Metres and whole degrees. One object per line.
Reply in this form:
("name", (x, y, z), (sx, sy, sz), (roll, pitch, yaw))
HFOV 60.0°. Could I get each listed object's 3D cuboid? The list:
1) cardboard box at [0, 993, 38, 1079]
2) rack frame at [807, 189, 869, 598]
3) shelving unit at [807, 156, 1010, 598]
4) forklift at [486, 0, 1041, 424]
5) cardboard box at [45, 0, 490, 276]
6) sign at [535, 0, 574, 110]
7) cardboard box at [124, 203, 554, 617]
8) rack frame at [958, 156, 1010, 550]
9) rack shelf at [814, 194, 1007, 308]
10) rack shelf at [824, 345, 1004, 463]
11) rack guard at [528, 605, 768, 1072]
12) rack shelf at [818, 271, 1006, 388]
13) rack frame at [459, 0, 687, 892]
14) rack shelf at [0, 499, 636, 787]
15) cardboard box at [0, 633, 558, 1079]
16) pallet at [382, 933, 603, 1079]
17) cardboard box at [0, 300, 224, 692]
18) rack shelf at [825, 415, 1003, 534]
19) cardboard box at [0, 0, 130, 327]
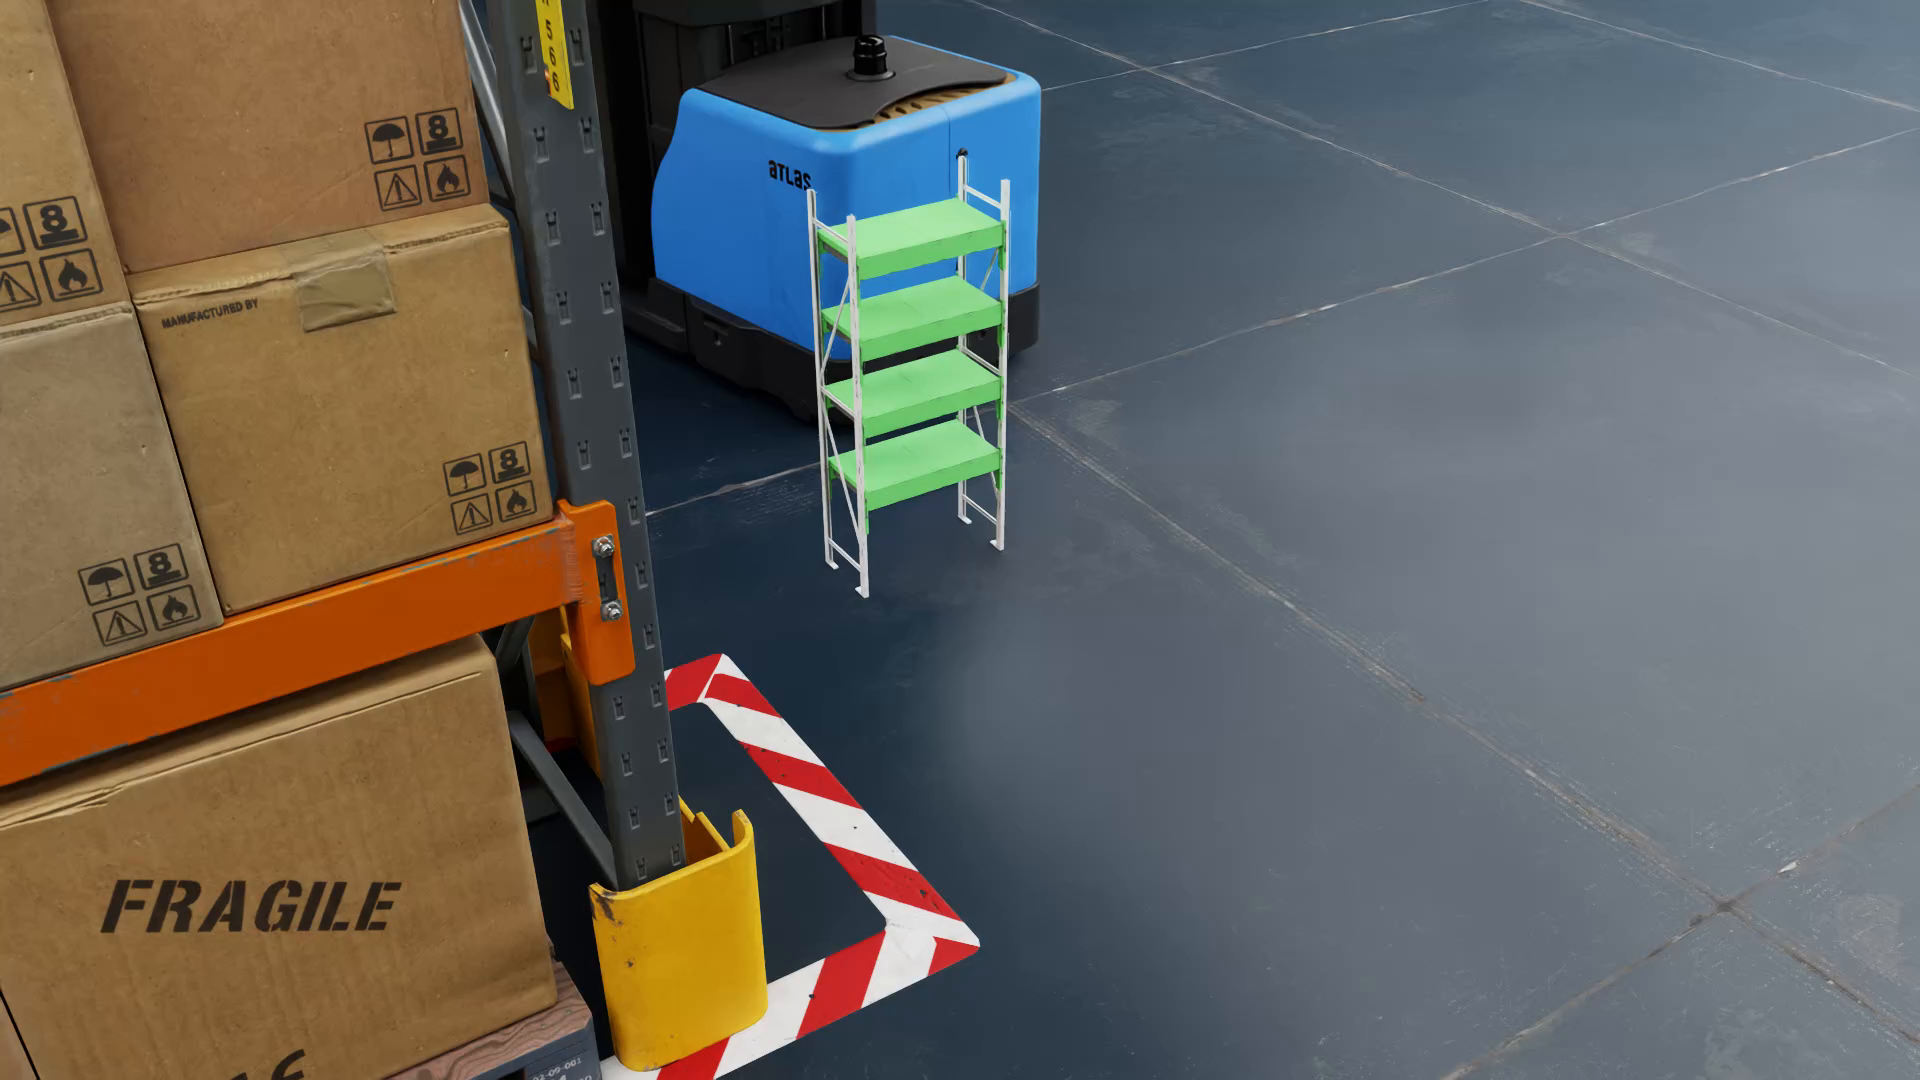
("cardboard box", (-2.148, 0.756, 2.837), (0.875, 0.875, 0.875), (-20, 37, -28))
("rack frame", (-0.344, -0.389, 4.742), (0.015, 1.200, 0.240), (-19, 37, -27))
("shelving unit", (-0.139, -0.460, 4.854), (0.503, 1.200, 0.258), (-19, 37, -27))
("forklift", (-1.096, -2.323, 6.185), (1.130, 2.935, 3.031), (-28, 42, -37))
("cardboard box", (-1.209, -0.876, 2.674), (0.550, 0.550, 0.875), (-19, 37, -27))
("sign", (-0.593, -0.788, 2.381), (0.005, 0.325, 0.100), (-19, 37, -27))
("cardboard box", (-1.163, -0.381, 2.902), (0.550, 0.550, 0.875), (-19, 37, -27))
("rack frame", (0.066, -0.530, 4.966), (0.015, 1.200, 0.240), (-19, 37, -27))
("rack shelf", (-0.139, -0.812, 4.632), (0.480, 0.148, 0.258), (-19, 37, -27))
("rack shelf", (-0.139, -0.406, 4.888), (0.480, 0.148, 0.258), (-19, 37, -27))
("rack guard", (-0.856, 0.605, 3.823), (0.348, 0.500, 1.175), (-19, 37, -27))
("rack shelf", (-0.139, -0.609, 4.760), (0.480, 0.148, 0.258), (-19, 37, -27))
("rack frame", (-0.876, -0.446, 3.145), (0.127, 3.000, 1.000), (-19, 37, -27))
("rack shelf", (-2.557, 0.437, 2.420), (4.000, 0.370, 1.077), (-19, 37, -27))
("cardboard box", (-1.410, 0.501, 3.242), (0.875, 0.875, 0.875), (-19, 37, -27))
("pallet", (-1.505, 1.000, 3.467), (1.213, 0.211, 1.003), (-19, 37, -27))
("cardboard box", (-1.614, -0.213, 2.635), (0.550, 0.550, 0.875), (-19, 37, -27))
("rack shelf", (-0.139, -0.203, 5.016), (0.480, 0.148, 0.258), (-19, 37, -27))
("cardboard box", (-1.621, -0.675, 2.357), (0.550, 0.550, 0.875), (-19, 37, -27))
